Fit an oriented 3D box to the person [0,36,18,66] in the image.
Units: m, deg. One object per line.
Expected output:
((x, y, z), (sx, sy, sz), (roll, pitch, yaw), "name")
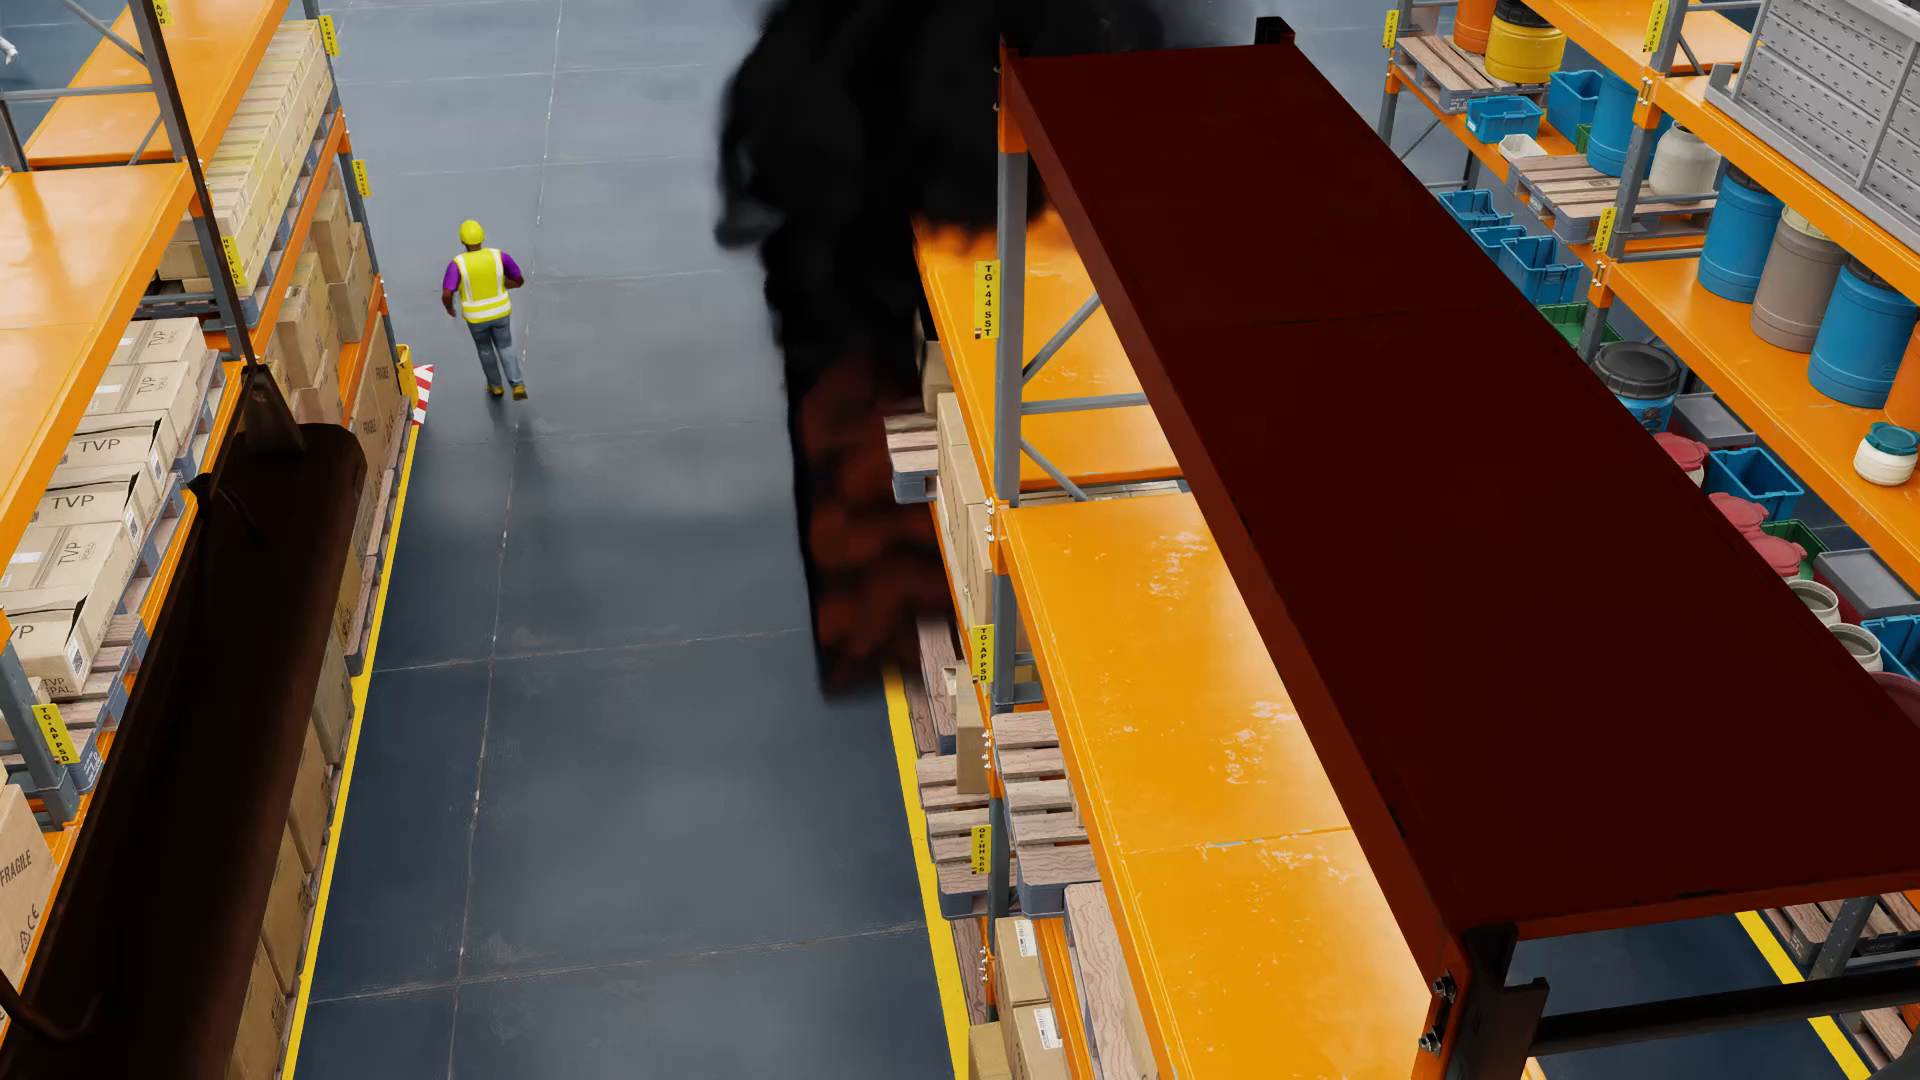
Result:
((-12.639, -6.811, 21.309), (0.934, 1.664, 0.568), (15, 39, 19), "person")

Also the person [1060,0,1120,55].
((1.506, -5.367, 19.194), (0.981, 1.785, 0.658), (8, 37, 10), "person")

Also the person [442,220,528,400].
((-4.167, -1.980, 14.670), (0.726, 1.766, 0.799), (-16, 39, -21), "person")
